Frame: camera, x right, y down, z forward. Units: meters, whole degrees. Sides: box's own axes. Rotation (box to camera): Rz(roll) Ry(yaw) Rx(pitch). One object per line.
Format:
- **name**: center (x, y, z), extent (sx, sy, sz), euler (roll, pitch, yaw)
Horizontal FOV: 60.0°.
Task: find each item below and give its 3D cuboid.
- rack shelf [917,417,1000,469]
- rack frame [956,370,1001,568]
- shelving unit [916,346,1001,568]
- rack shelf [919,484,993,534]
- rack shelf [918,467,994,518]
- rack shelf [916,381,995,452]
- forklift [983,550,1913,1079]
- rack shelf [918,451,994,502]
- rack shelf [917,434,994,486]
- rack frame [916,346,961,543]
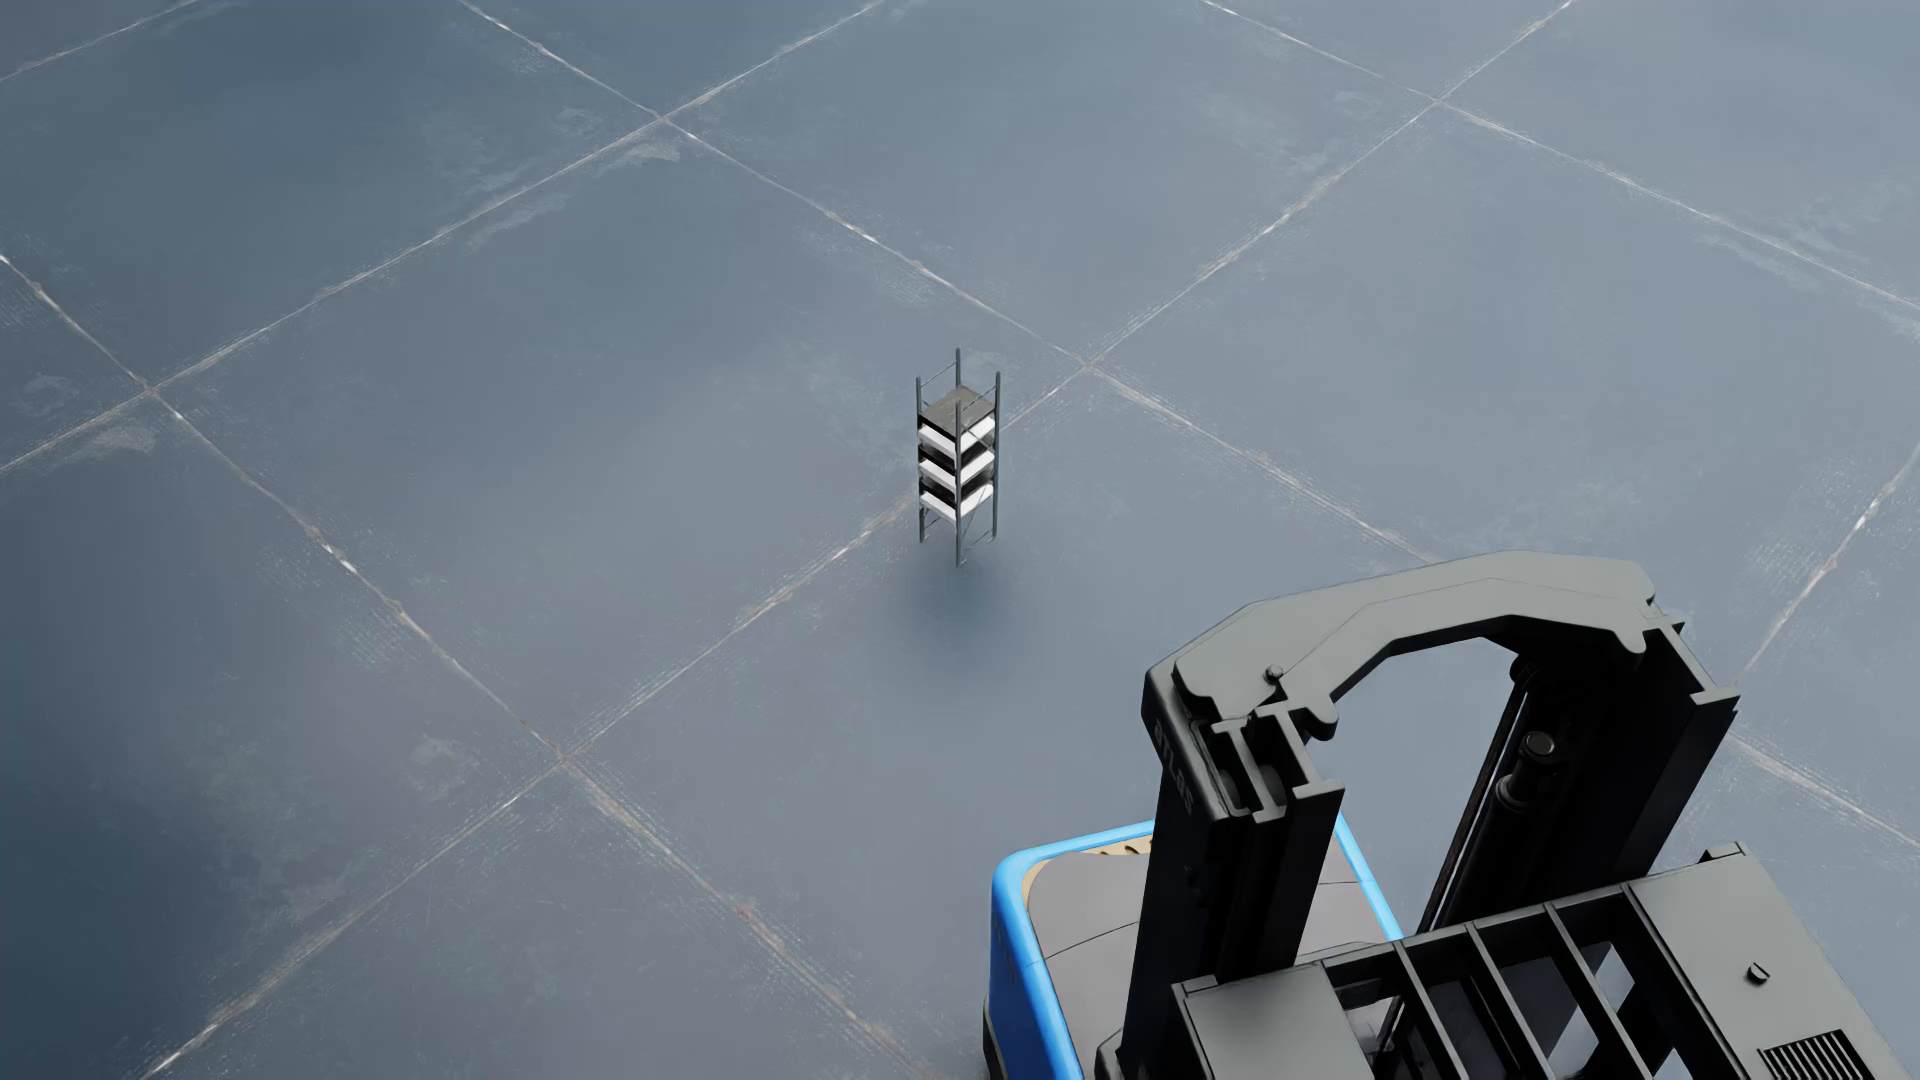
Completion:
- **rack shelf**: center (-0.006, -0.412, 6.427), extent (0.200, 0.077, 0.258), euler (34, 55, 28)
- **rack frame**: center (0.069, -0.262, 6.487), extent (0.006, 0.900, 0.240), euler (34, 55, 28)
- **shelving unit**: center (-0.006, -0.312, 6.534), extent (0.210, 0.900, 0.258), euler (34, 55, 28)
- **rack shelf**: center (-0.006, -0.166, 6.690), extent (0.200, 0.077, 0.258), euler (34, 55, 28)
- **rack shelf**: center (-0.006, -0.228, 6.624), extent (0.200, 0.077, 0.258), euler (34, 55, 28)
- **rack shelf**: center (-0.006, -0.474, 6.362), extent (0.200, 0.077, 0.258), euler (34, 55, 28)
- **forklift**: center (0.950, 1.551, 3.392), extent (1.130, 2.935, 3.031), euler (-11, 48, -10)
- **rack shelf**: center (-0.006, -0.289, 6.559), extent (0.200, 0.077, 0.258), euler (34, 55, 28)
- **rack shelf**: center (-0.006, -0.351, 6.493), extent (0.200, 0.077, 0.258), euler (34, 55, 28)
- **rack frame**: center (-0.081, -0.362, 6.581), extent (0.006, 0.900, 0.240), euler (34, 55, 28)
